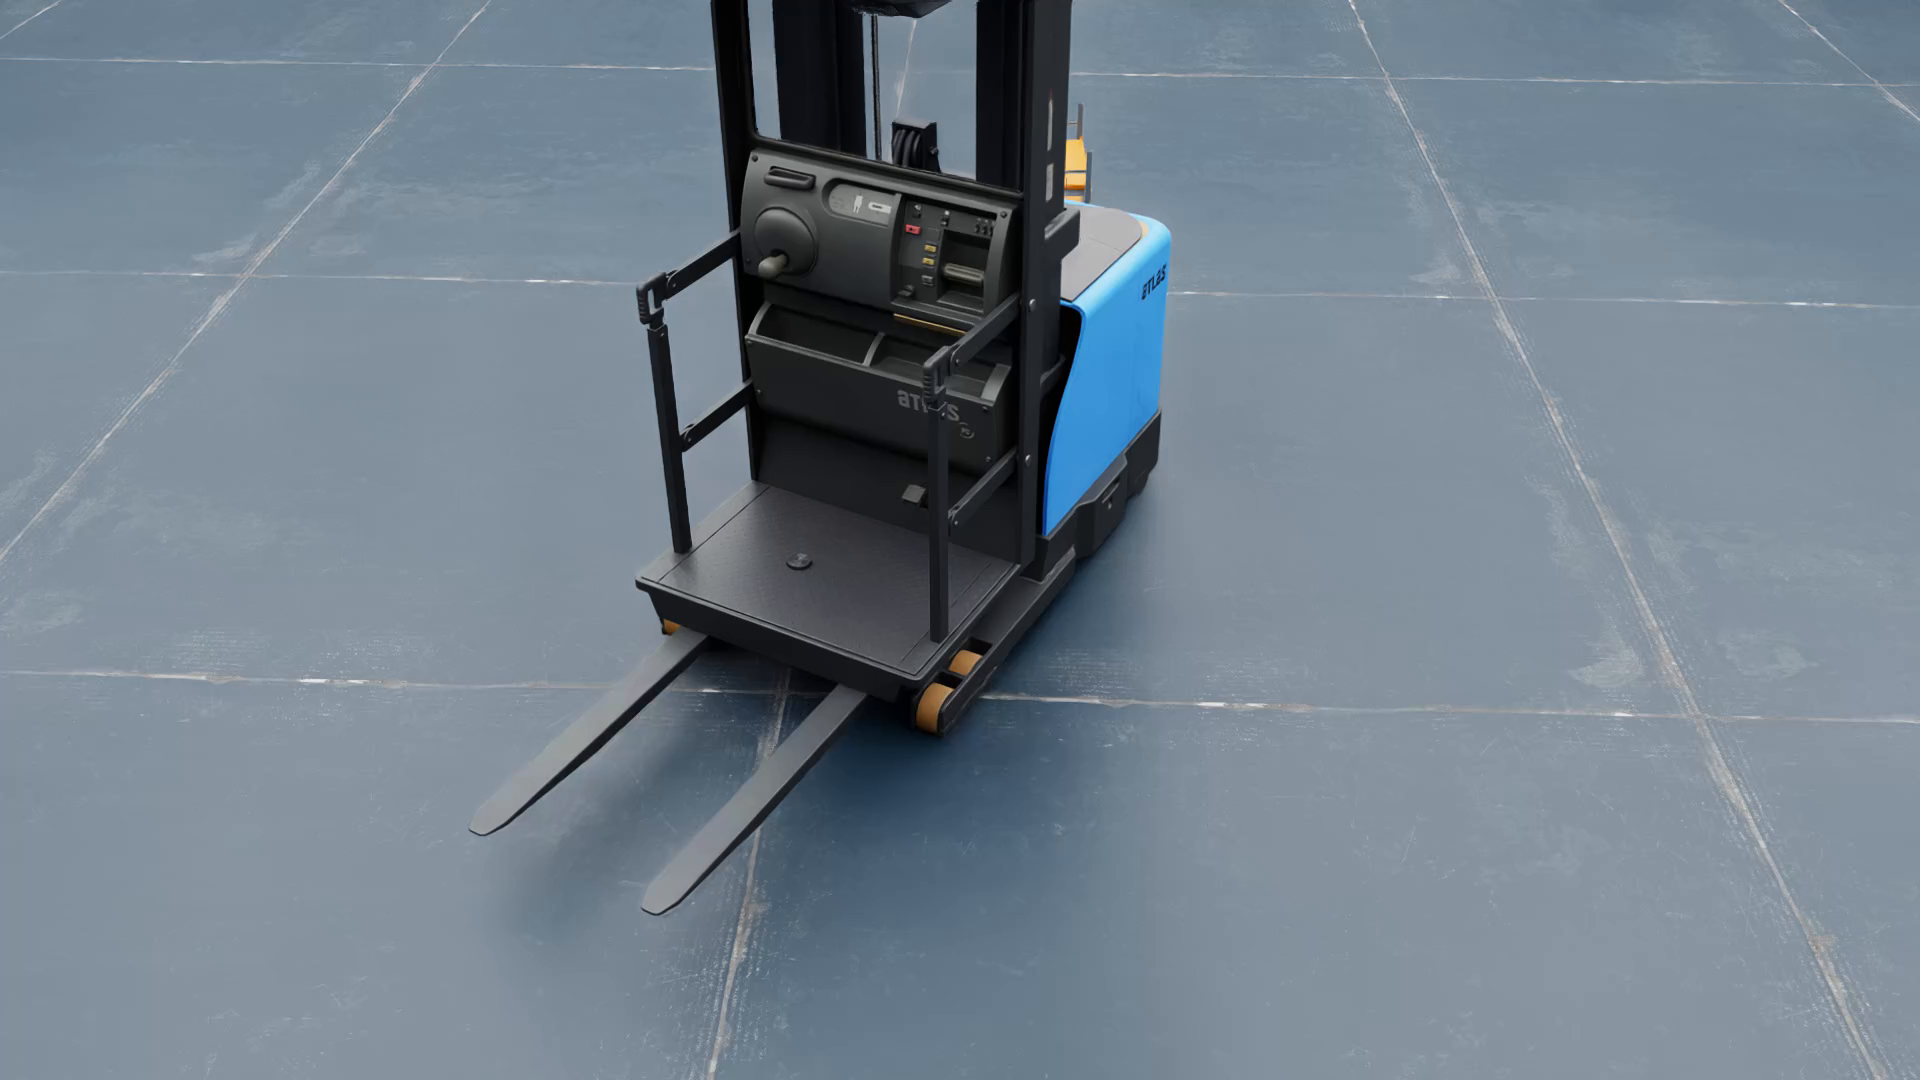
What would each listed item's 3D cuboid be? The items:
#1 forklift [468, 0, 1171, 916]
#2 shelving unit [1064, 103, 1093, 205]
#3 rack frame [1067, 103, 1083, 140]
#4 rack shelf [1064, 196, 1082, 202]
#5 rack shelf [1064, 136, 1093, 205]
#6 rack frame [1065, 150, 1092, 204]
[{"bbox_3d":[-0.370,-0.870,4.939,1.130,2.935,3.031,18,39,23],"label":"forklift"},{"bbox_3d":[0.375,-1.111,6.788,0.258,1.200,0.503,0,35,0],"label":"shelving unit"},{"bbox_3d":[0.373,-1.251,6.987,0.240,1.200,0.015,0,35,0],"label":"rack frame"},{"bbox_3d":[0.375,-1.239,6.698,0.258,0.148,0.480,0,35,0],"label":"rack shelf"},{"bbox_3d":[0.375,-1.433,6.562,0.258,0.148,0.480,0,35,0],"label":"rack shelf"},{"bbox_3d":[0.377,-0.971,6.588,0.240,1.200,0.015,0,35,0],"label":"rack frame"}]
